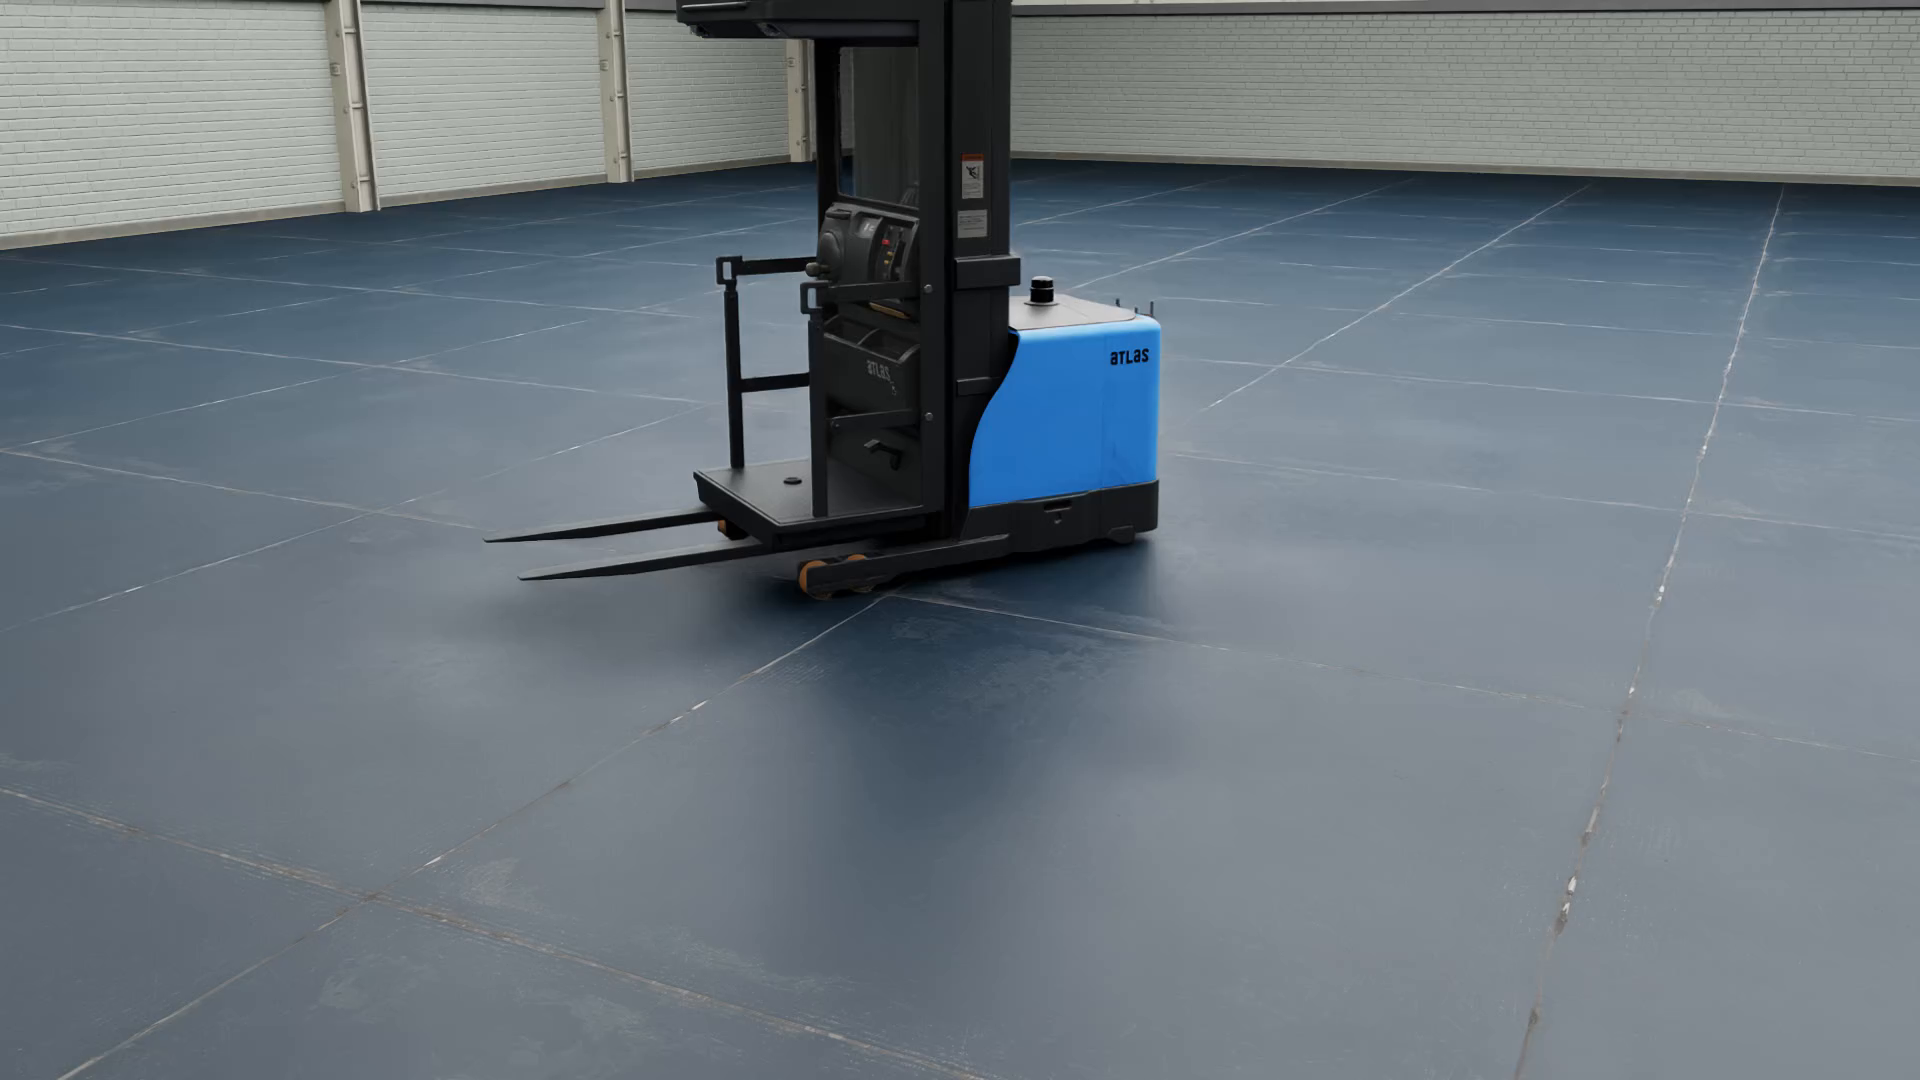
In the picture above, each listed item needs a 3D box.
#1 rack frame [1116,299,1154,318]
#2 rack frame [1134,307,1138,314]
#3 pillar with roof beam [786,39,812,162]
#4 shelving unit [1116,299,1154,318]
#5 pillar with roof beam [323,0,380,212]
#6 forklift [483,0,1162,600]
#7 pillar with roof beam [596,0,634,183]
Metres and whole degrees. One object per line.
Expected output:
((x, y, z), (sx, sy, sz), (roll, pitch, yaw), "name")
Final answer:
((0.885, -0.712, 8.579), (0.200, 1.050, 0.008), (7, 18, 23), "rack frame")
((0.784, -0.651, 8.365), (0.200, 1.050, 0.008), (7, 18, 23), "rack frame")
((0.564, -11.589, 31.239), (9.100, 9.000, 0.400), (8, 18, 25), "pillar with roof beam")
((0.834, -0.682, 8.472), (0.215, 1.050, 0.252), (7, 18, 23), "shelving unit")
((-4.798, -8.533, 20.948), (9.100, 9.000, 0.400), (8, 18, 25), "pillar with roof beam")
((-0.594, -1.320, 7.320), (3.031, 2.935, 1.130), (-9, 19, -27), "forklift")
((-2.117, -10.061, 26.093), (9.100, 9.000, 0.400), (8, 18, 25), "pillar with roof beam")
